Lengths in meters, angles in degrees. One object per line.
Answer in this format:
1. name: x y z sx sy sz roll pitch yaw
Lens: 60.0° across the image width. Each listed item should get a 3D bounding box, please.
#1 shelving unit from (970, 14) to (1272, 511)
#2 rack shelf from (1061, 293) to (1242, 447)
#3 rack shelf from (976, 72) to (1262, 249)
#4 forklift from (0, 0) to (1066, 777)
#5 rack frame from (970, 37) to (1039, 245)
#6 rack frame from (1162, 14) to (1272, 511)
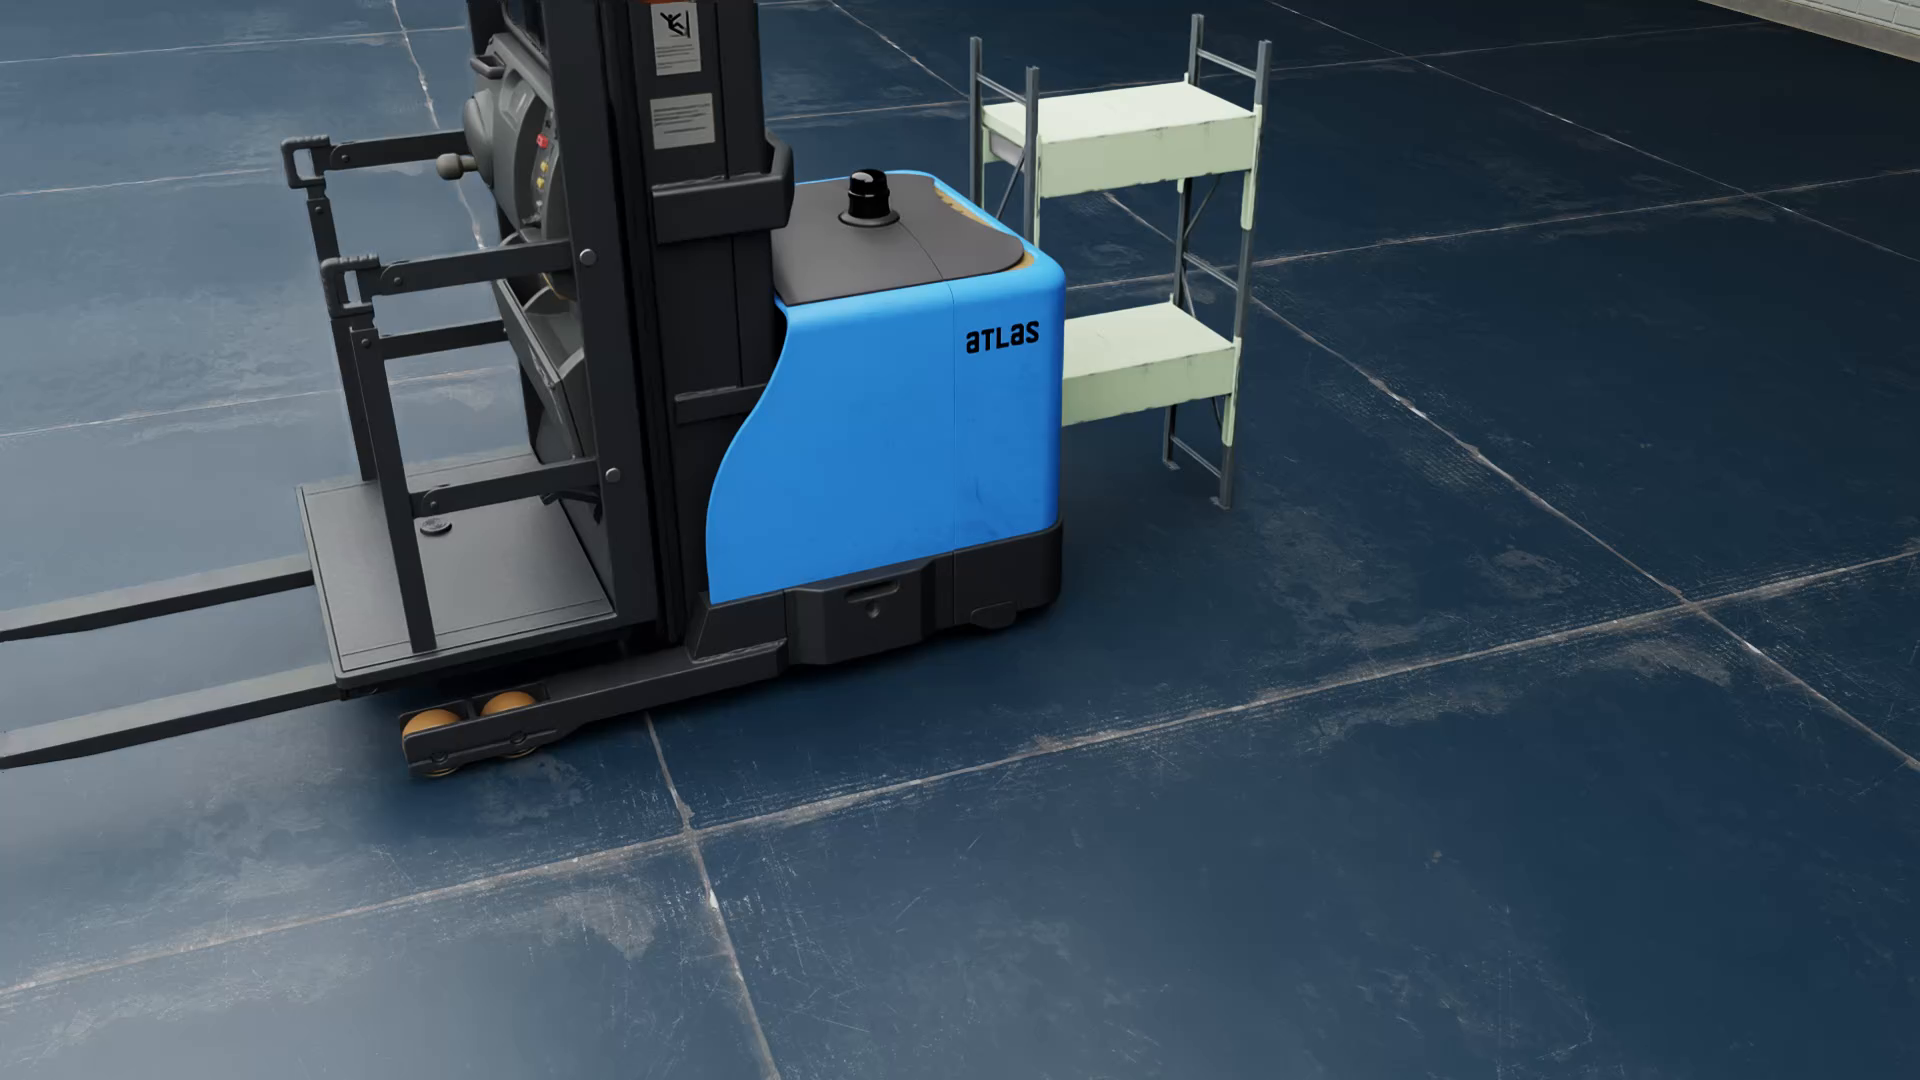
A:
1. shelving unit: 0.454 -0.764 5.076 0.755 1.500 0.431 -12 32 -21
2. rack shelf: 0.454 -0.481 5.237 0.720 0.370 0.431 -12 32 -21
3. rack shelf: 0.454 -1.103 4.882 0.720 0.370 0.431 -12 32 -21
4. forklift: -1.268 -0.974 3.998 3.031 2.935 1.130 -12 32 -21
5. rack frame: 0.120 -0.690 4.946 0.023 1.500 0.400 -12 32 -21
6. rack frame: 0.788 -0.838 5.206 0.023 1.500 0.400 -12 32 -21
